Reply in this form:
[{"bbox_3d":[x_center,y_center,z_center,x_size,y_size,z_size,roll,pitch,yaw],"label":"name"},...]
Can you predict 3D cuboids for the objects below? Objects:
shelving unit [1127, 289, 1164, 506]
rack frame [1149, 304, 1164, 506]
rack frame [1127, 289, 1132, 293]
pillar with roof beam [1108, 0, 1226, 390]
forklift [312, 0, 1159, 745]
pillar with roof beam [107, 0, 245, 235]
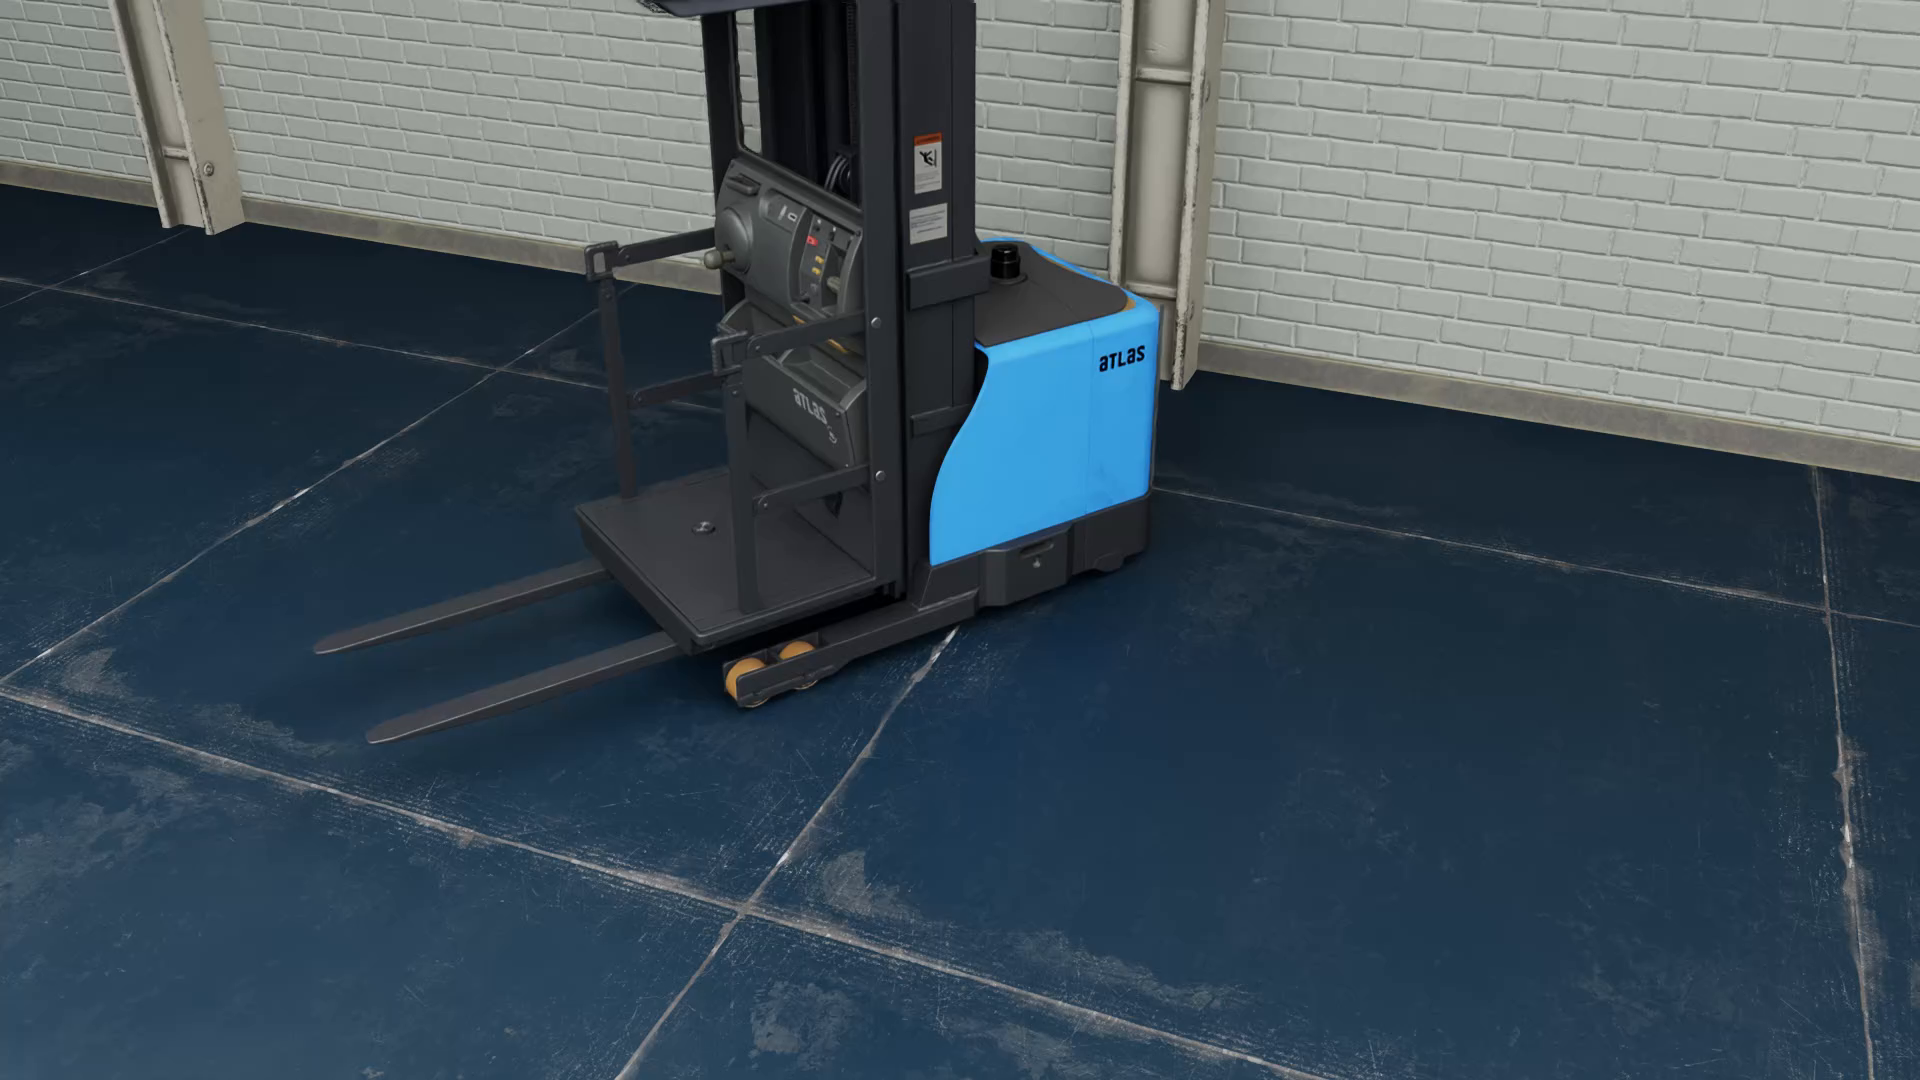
[{"bbox_3d":[0.649,-0.547,6.802,0.258,0.900,0.210,-18,34,-29],"label":"shelving unit"},{"bbox_3d":[0.705,-0.505,6.728,0.240,0.900,0.006,-18,34,-29],"label":"rack frame"},{"bbox_3d":[0.593,-0.588,6.875,0.240,0.900,0.006,-18,34,-29],"label":"rack frame"},{"bbox_3d":[-0.675,-2.783,2.528,0.400,9.000,9.100,11,31,19],"label":"pillar with roof beam"},{"bbox_3d":[-0.761,-0.996,5.533,3.031,2.935,1.130,-18,34,-29],"label":"forklift"},{"bbox_3d":[-6.235,-3.893,4.492,0.400,9.000,9.100,11,31,19],"label":"pillar with roof beam"}]
